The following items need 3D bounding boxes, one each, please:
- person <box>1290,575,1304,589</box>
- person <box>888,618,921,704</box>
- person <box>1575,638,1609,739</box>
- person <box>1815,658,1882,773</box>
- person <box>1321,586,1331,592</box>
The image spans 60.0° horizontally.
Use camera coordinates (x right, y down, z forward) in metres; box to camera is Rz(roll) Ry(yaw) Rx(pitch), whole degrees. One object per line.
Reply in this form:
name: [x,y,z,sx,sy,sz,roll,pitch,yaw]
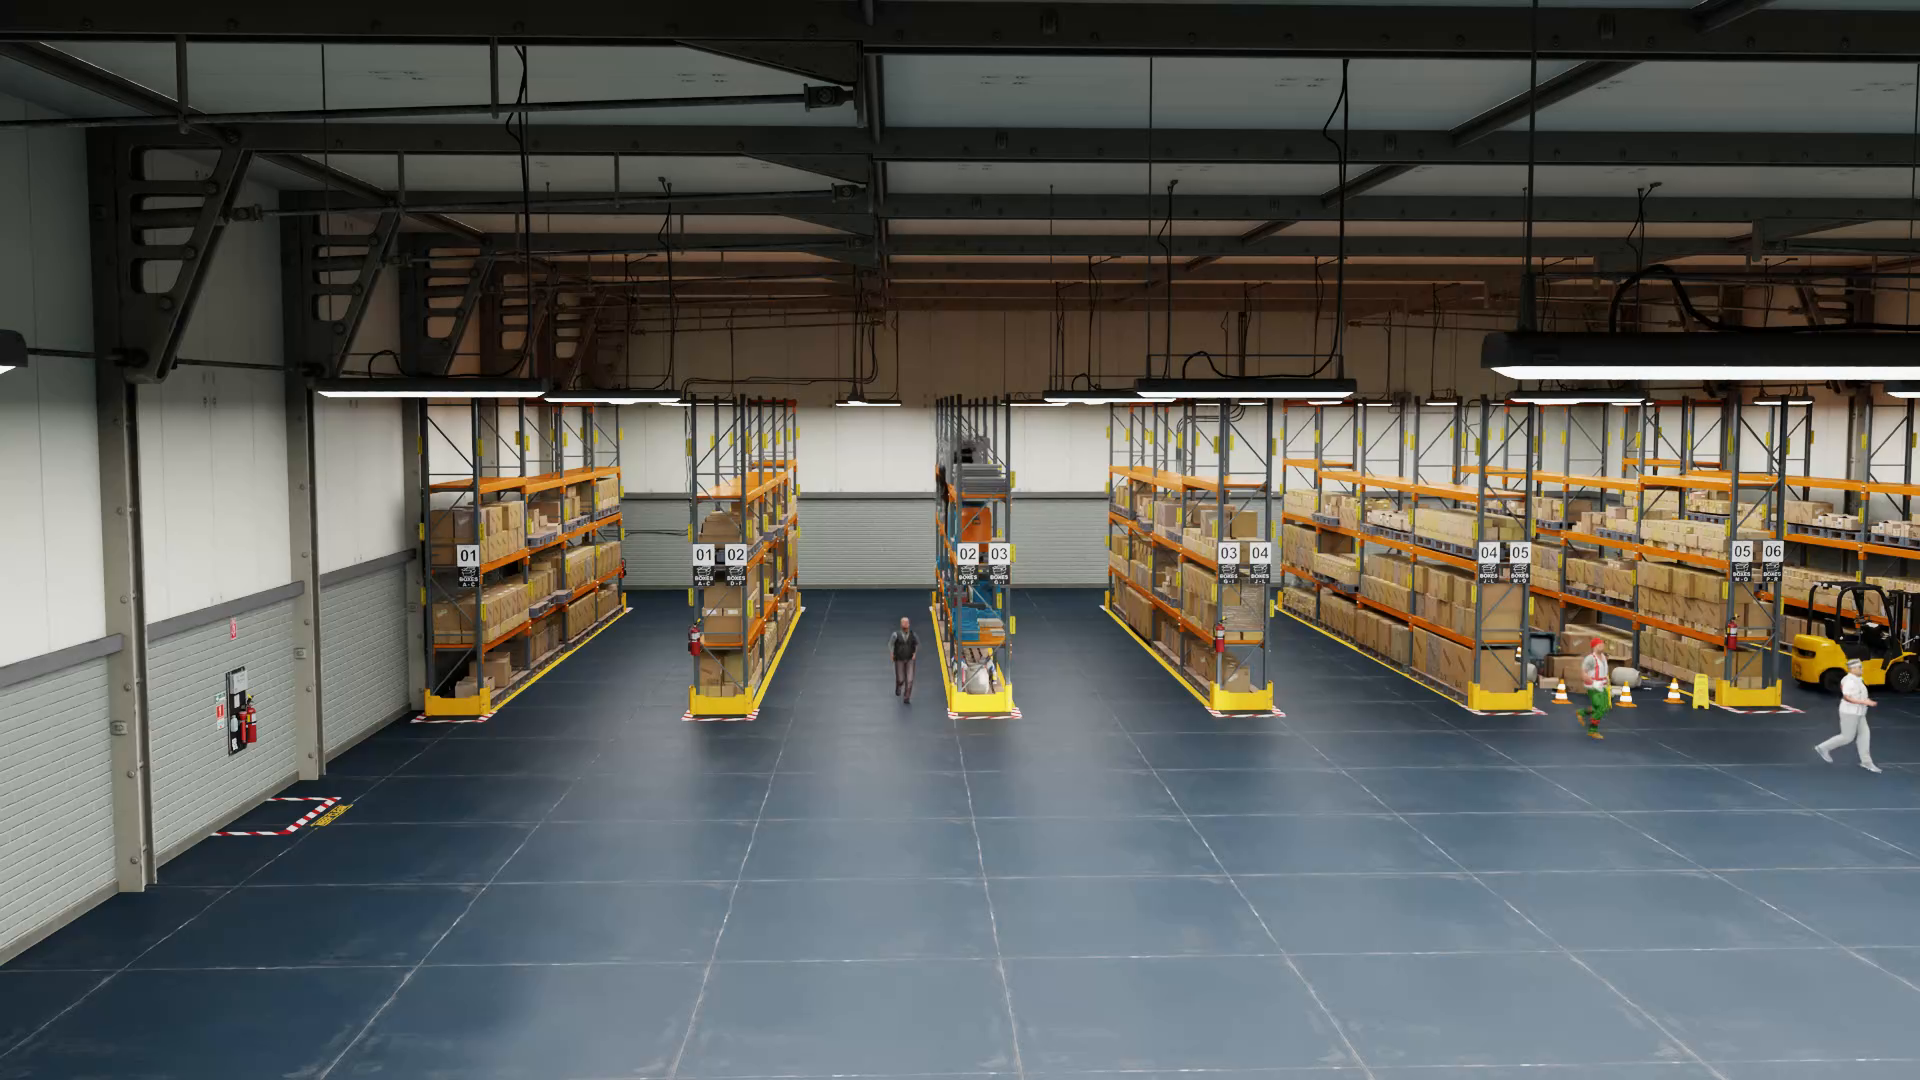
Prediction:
person: [9.962,1.022,49.001,0.874,1.726,0.732,0,4,-1]
person: [-1.069,2.342,32.336,0.650,1.662,0.602,-1,5,-8]
person: [11.053,2.572,29.066,0.665,1.761,0.667,-3,6,-36]
person: [14.151,2.761,26.416,0.953,1.807,0.678,4,6,40]
person: [10.631,1.076,49.039,0.568,1.606,0.797,3,6,36]
